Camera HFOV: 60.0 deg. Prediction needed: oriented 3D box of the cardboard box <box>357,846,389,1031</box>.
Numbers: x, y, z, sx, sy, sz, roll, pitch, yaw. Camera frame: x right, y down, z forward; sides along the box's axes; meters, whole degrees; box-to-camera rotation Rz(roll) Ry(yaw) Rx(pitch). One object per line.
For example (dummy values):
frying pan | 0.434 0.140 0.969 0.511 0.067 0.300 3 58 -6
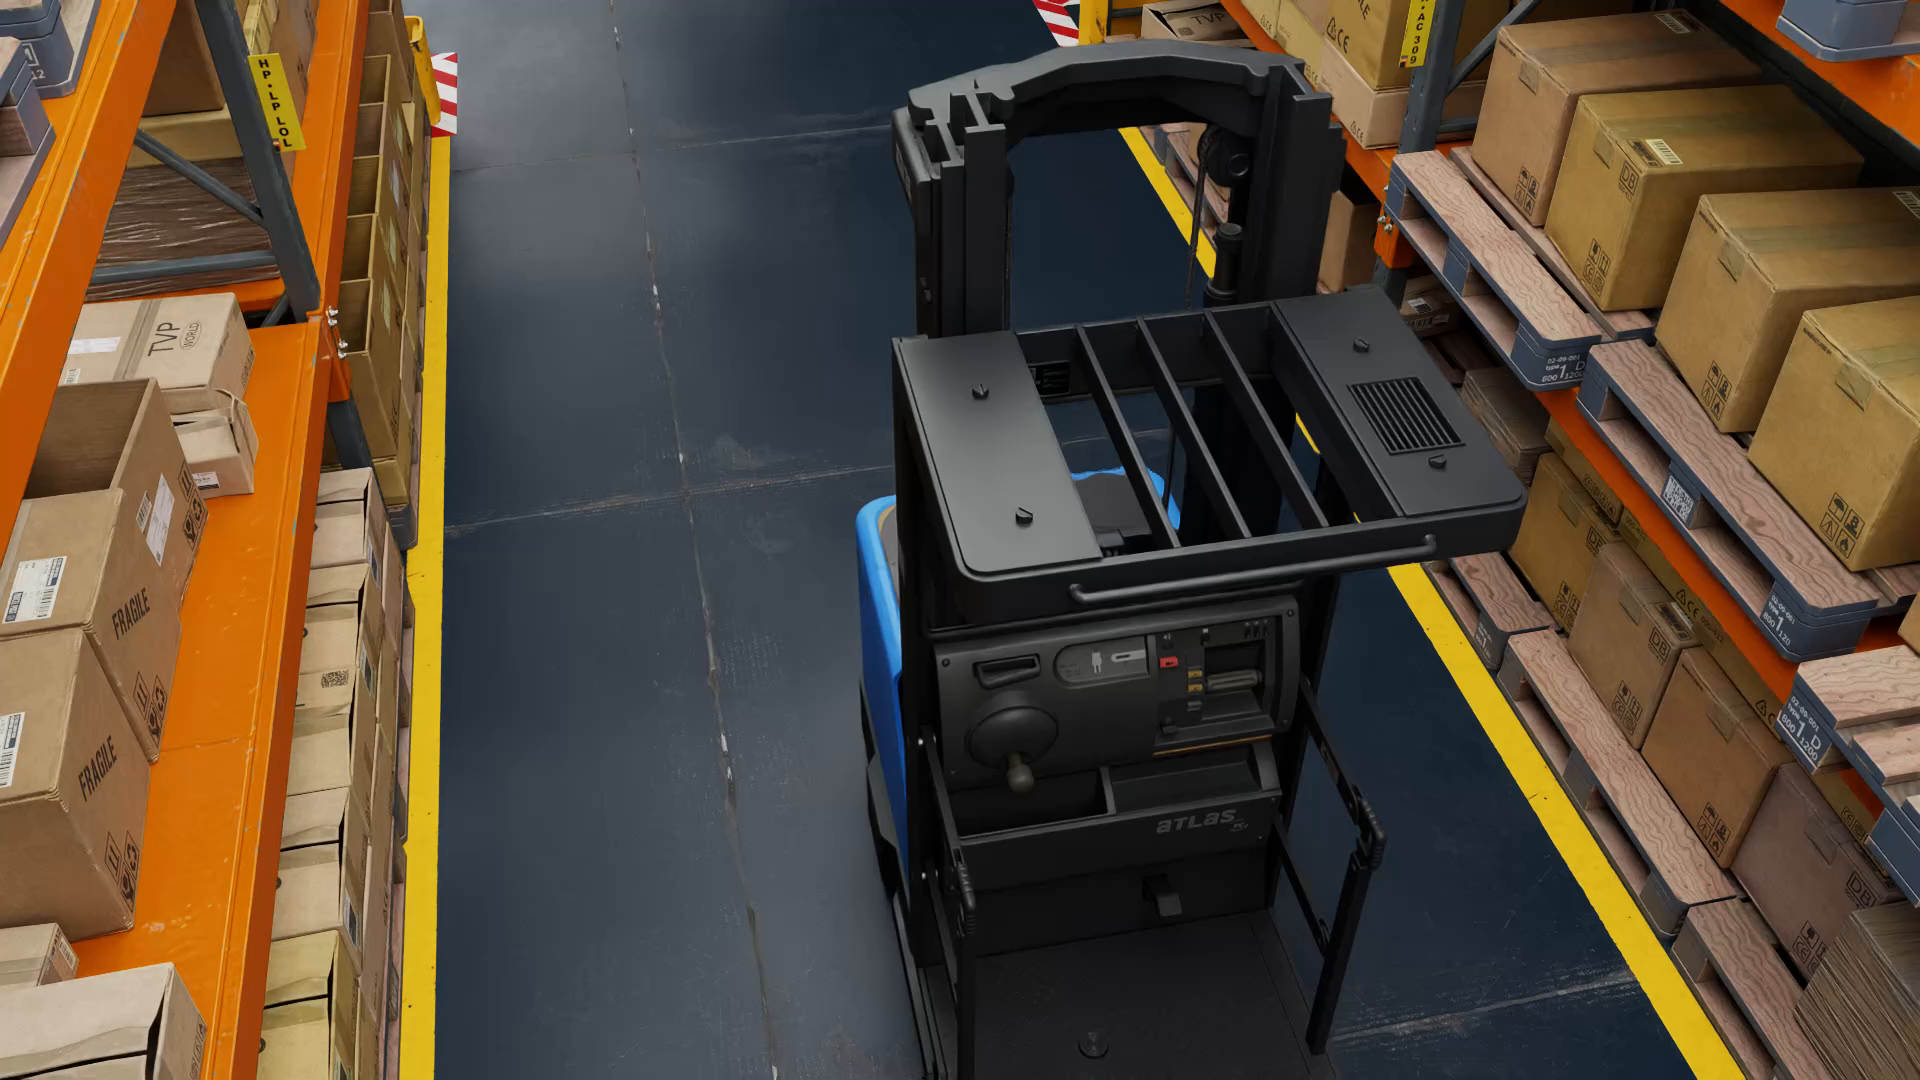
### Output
cardboard box | -1.975 1.206 4.886 0.500 0.250 0.500 -8 42 -8

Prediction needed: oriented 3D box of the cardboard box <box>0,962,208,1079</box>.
cardboard box | -1.815 1.137 3.277 0.500 0.311 0.500 -9 42 -10

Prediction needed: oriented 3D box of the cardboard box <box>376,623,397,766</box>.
cardboard box | -2.194 0.545 5.632 0.500 0.250 0.500 -9 42 -10

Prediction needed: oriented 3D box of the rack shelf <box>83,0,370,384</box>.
rack shelf | -3.106 -1.909 7.183 1.077 0.370 4.000 -8 42 -9

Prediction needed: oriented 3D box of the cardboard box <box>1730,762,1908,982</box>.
cardboard box | 2.821 0.959 4.961 0.700 0.500 0.500 -8 42 -9

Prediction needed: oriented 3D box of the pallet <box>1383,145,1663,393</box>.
pallet | 2.185 -1.006 5.768 1.003 0.211 1.213 -8 42 -9

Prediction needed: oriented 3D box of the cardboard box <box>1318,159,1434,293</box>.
cardboard box | 1.899 -1.491 7.721 0.500 0.500 0.500 -11 43 -12

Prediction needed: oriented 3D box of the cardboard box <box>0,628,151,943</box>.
cardboard box | -2.189 0.588 3.752 0.500 0.500 0.500 -10 43 -12

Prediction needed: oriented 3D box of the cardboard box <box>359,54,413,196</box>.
cardboard box | -2.901 -1.933 7.858 0.500 0.500 0.500 -8 42 -9

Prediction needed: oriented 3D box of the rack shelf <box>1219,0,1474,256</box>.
rack shelf | 1.730 -2.621 7.986 1.077 0.370 4.000 -8 42 -9

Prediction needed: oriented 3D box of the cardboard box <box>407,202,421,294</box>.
cardboard box | -2.798 -1.328 7.741 0.500 0.250 0.500 -8 42 -9

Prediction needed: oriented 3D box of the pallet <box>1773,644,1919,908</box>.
pallet | 2.768 0.624 3.932 1.213 0.211 1.003 -8 42 -9

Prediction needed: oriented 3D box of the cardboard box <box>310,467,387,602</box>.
cardboard box | -2.307 0.001 5.822 0.500 0.311 0.500 -8 42 -9

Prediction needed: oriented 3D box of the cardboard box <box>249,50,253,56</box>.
cardboard box | -2.597 -1.526 5.646 0.380 0.149 0.250 -8 42 -9

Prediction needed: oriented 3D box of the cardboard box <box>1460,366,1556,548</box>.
cardboard box | 2.337 -0.349 6.435 0.700 0.500 0.500 -7 42 -8

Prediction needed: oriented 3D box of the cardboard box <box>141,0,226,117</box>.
cardboard box | -2.776 -1.691 5.343 0.700 0.500 0.500 -8 42 -9

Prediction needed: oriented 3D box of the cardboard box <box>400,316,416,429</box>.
cardboard box | -2.581 -0.679 7.011 0.500 0.250 0.500 -8 42 -9

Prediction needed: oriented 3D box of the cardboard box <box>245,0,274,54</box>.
cardboard box | -2.713 -1.863 6.026 0.380 0.149 0.250 -9 42 -10

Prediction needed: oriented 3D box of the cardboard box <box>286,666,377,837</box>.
cardboard box | -2.083 0.661 5.078 0.500 0.311 0.500 -8 42 -9

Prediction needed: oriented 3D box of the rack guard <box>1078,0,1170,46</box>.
rack guard | 1.315 -3.203 9.981 1.175 0.500 0.348 -8 42 -9

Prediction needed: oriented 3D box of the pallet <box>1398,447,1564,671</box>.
pallet | 2.332 -0.047 6.644 1.003 0.211 1.213 -8 42 -9

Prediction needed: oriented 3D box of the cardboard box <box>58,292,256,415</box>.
cardboard box | -2.525 -0.513 5.181 0.500 0.250 0.500 -6 42 -7

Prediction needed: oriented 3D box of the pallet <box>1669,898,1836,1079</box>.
pallet | 2.858 1.535 4.862 1.003 0.211 1.213 -8 42 -9

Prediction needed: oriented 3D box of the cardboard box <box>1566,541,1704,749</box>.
cardboard box | 2.568 0.315 5.687 0.700 0.500 0.500 -8 42 -9

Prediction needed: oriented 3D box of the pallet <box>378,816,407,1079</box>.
pallet | -2.210 1.425 4.985 1.003 0.211 1.213 -8 42 -9

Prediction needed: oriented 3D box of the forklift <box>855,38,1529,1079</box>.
forklift | 0.446 0.473 4.009 1.130 2.935 3.031 -8 42 -8

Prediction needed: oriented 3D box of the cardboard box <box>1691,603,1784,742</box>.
cardboard box | 2.641 0.318 5.119 0.500 0.250 0.500 -9 42 -9

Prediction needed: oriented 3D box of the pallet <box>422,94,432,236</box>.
pallet | -3.331 -1.942 8.779 1.003 0.211 1.213 -8 42 -9

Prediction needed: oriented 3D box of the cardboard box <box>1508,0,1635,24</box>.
cardboard box | 2.265 -2.160 6.457 0.500 0.500 0.500 -9 42 -10

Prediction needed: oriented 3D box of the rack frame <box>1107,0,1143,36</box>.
rack frame | 1.299 -4.187 9.207 1.000 3.000 0.127 -8 42 -9

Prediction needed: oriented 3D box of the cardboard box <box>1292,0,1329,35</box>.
cardboard box | 1.645 -2.411 6.739 0.500 0.500 0.500 -9 42 -10

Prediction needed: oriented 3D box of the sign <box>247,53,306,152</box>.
sign | -2.146 -1.369 5.220 0.100 0.325 0.005 -8 42 -9

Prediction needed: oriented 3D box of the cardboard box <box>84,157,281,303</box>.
cardboard box | -2.776 -1.206 5.774 0.700 0.500 0.500 -9 42 -10

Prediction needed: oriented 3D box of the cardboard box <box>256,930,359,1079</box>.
cardboard box | -1.866 1.321 4.335 0.500 0.311 0.500 -9 42 -10

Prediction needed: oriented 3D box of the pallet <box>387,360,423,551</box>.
pallet | -2.805 -0.361 6.997 1.003 0.211 1.213 -8 42 -9

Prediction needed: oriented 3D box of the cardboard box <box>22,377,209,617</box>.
cardboard box | -2.410 -0.078 4.503 0.500 0.500 0.500 -6 42 -6

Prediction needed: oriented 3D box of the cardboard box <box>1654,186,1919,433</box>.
cardboard box | 2.525 -0.676 4.845 0.700 0.500 0.500 -3 42 -3

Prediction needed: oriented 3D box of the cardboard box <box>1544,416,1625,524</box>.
cardboard box | 2.436 -0.345 5.865 0.500 0.250 0.500 -9 42 -10

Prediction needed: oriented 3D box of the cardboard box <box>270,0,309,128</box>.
cardboard box | -3.001 -1.873 6.525 0.700 0.500 0.500 -8 42 -9

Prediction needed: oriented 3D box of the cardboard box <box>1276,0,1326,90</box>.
cardboard box | 1.664 -2.133 6.992 0.500 0.250 0.500 -8 42 -9

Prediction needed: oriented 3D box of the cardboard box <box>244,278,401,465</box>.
cardboard box | -2.468 -0.636 6.398 0.500 0.500 0.500 -8 42 -9

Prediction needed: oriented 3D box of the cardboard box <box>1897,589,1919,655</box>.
cardboard box | 2.767 0.135 3.931 0.700 0.500 0.500 -12 43 -13

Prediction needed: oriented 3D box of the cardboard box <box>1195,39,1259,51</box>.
cardboard box | 1.483 -2.515 9.018 0.500 0.311 0.500 -5 42 -6

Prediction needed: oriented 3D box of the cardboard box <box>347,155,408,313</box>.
cardboard box | -2.684 -1.285 7.128 0.500 0.500 0.500 -8 42 -9

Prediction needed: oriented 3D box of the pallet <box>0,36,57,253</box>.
pallet | -2.289 -0.492 2.927 1.003 0.211 1.213 -7 42 -7

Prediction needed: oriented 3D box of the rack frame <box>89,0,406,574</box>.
rack frame | -2.674 -0.882 5.484 1.000 3.000 0.127 -8 42 -9

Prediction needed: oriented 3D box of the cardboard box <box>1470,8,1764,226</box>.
cardboard box | 2.239 -1.461 5.730 0.700 0.500 0.500 -8 42 -9

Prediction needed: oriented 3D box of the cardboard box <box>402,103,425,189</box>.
cardboard box | -3.014 -1.976 8.471 0.500 0.250 0.500 -8 42 -9

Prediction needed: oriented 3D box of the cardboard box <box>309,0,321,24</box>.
cardboard box | -3.230 -2.545 7.282 0.700 0.500 0.500 -8 42 -9
